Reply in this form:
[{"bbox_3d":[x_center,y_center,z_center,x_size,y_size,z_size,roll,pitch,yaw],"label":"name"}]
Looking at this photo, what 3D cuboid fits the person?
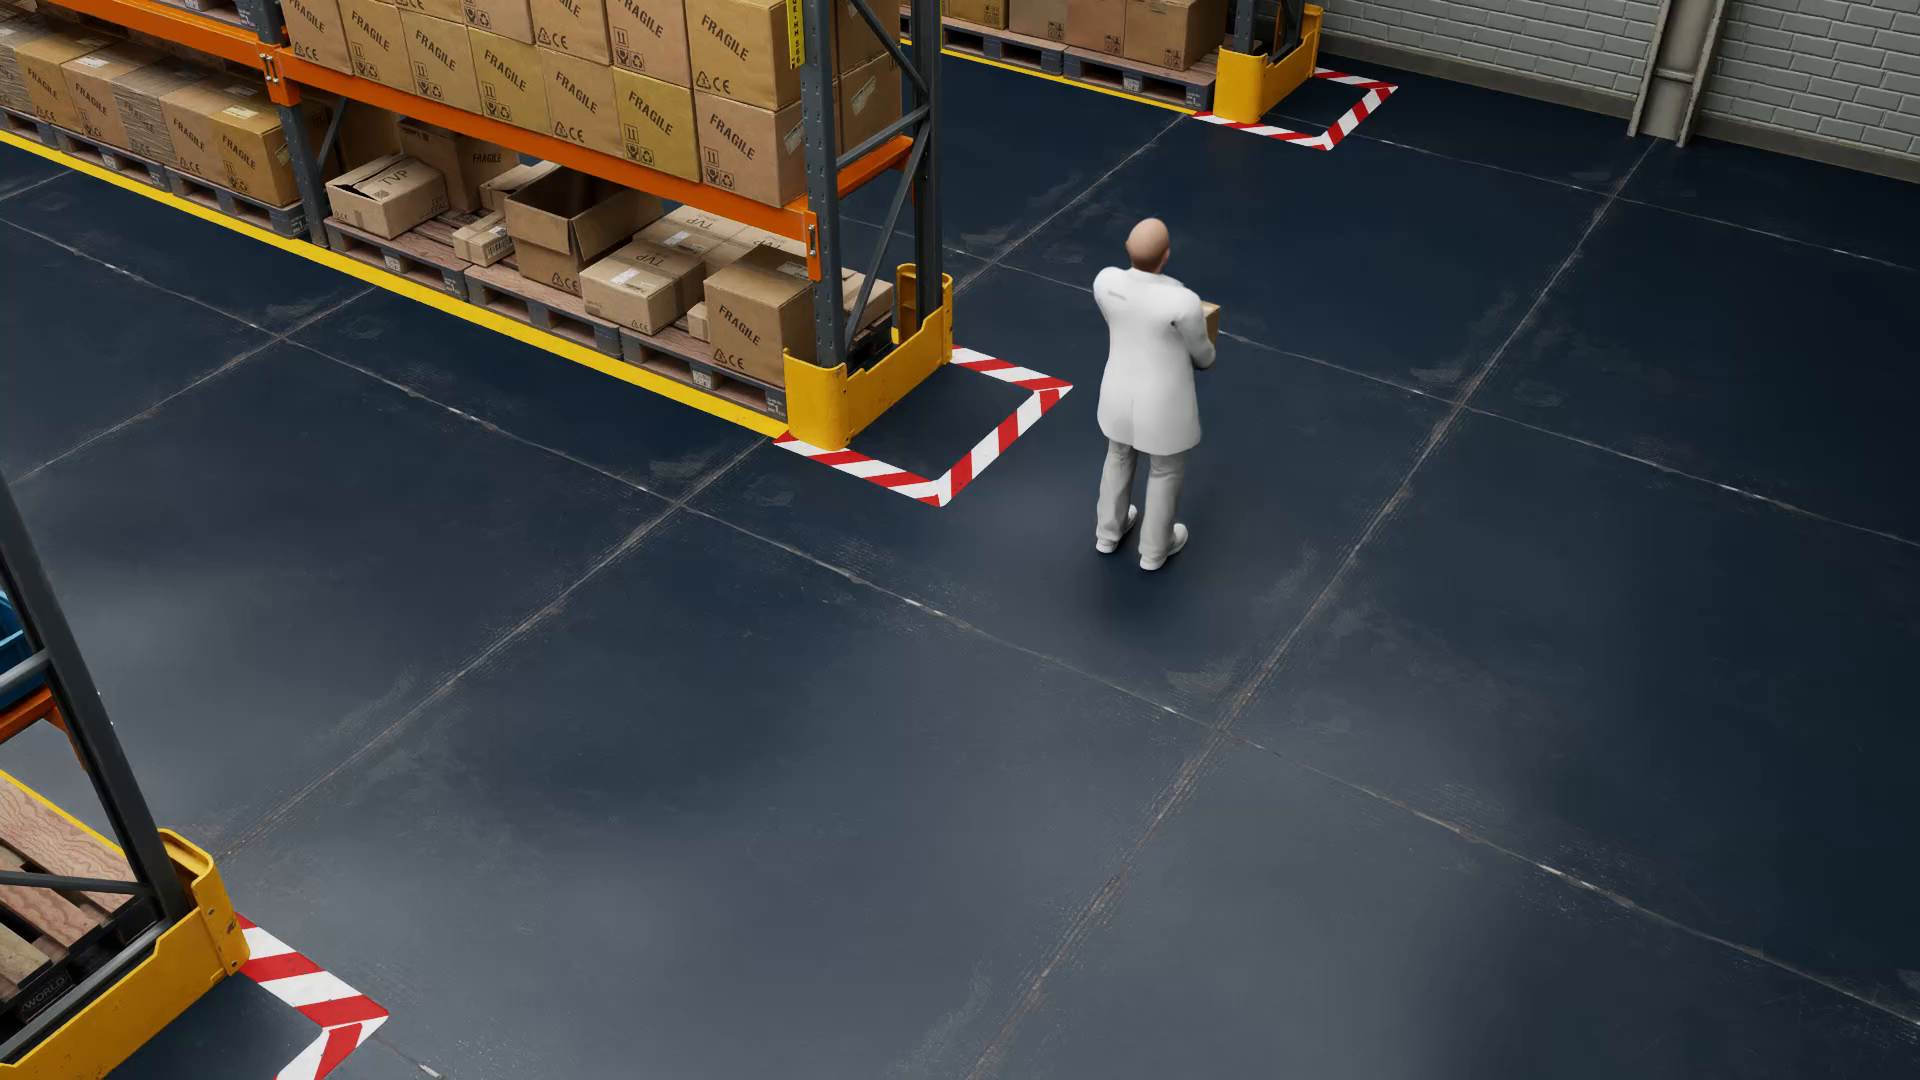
[{"bbox_3d":[0.905,-0.718,7.621,0.529,1.772,0.553,22,43,26],"label":"person"}]
